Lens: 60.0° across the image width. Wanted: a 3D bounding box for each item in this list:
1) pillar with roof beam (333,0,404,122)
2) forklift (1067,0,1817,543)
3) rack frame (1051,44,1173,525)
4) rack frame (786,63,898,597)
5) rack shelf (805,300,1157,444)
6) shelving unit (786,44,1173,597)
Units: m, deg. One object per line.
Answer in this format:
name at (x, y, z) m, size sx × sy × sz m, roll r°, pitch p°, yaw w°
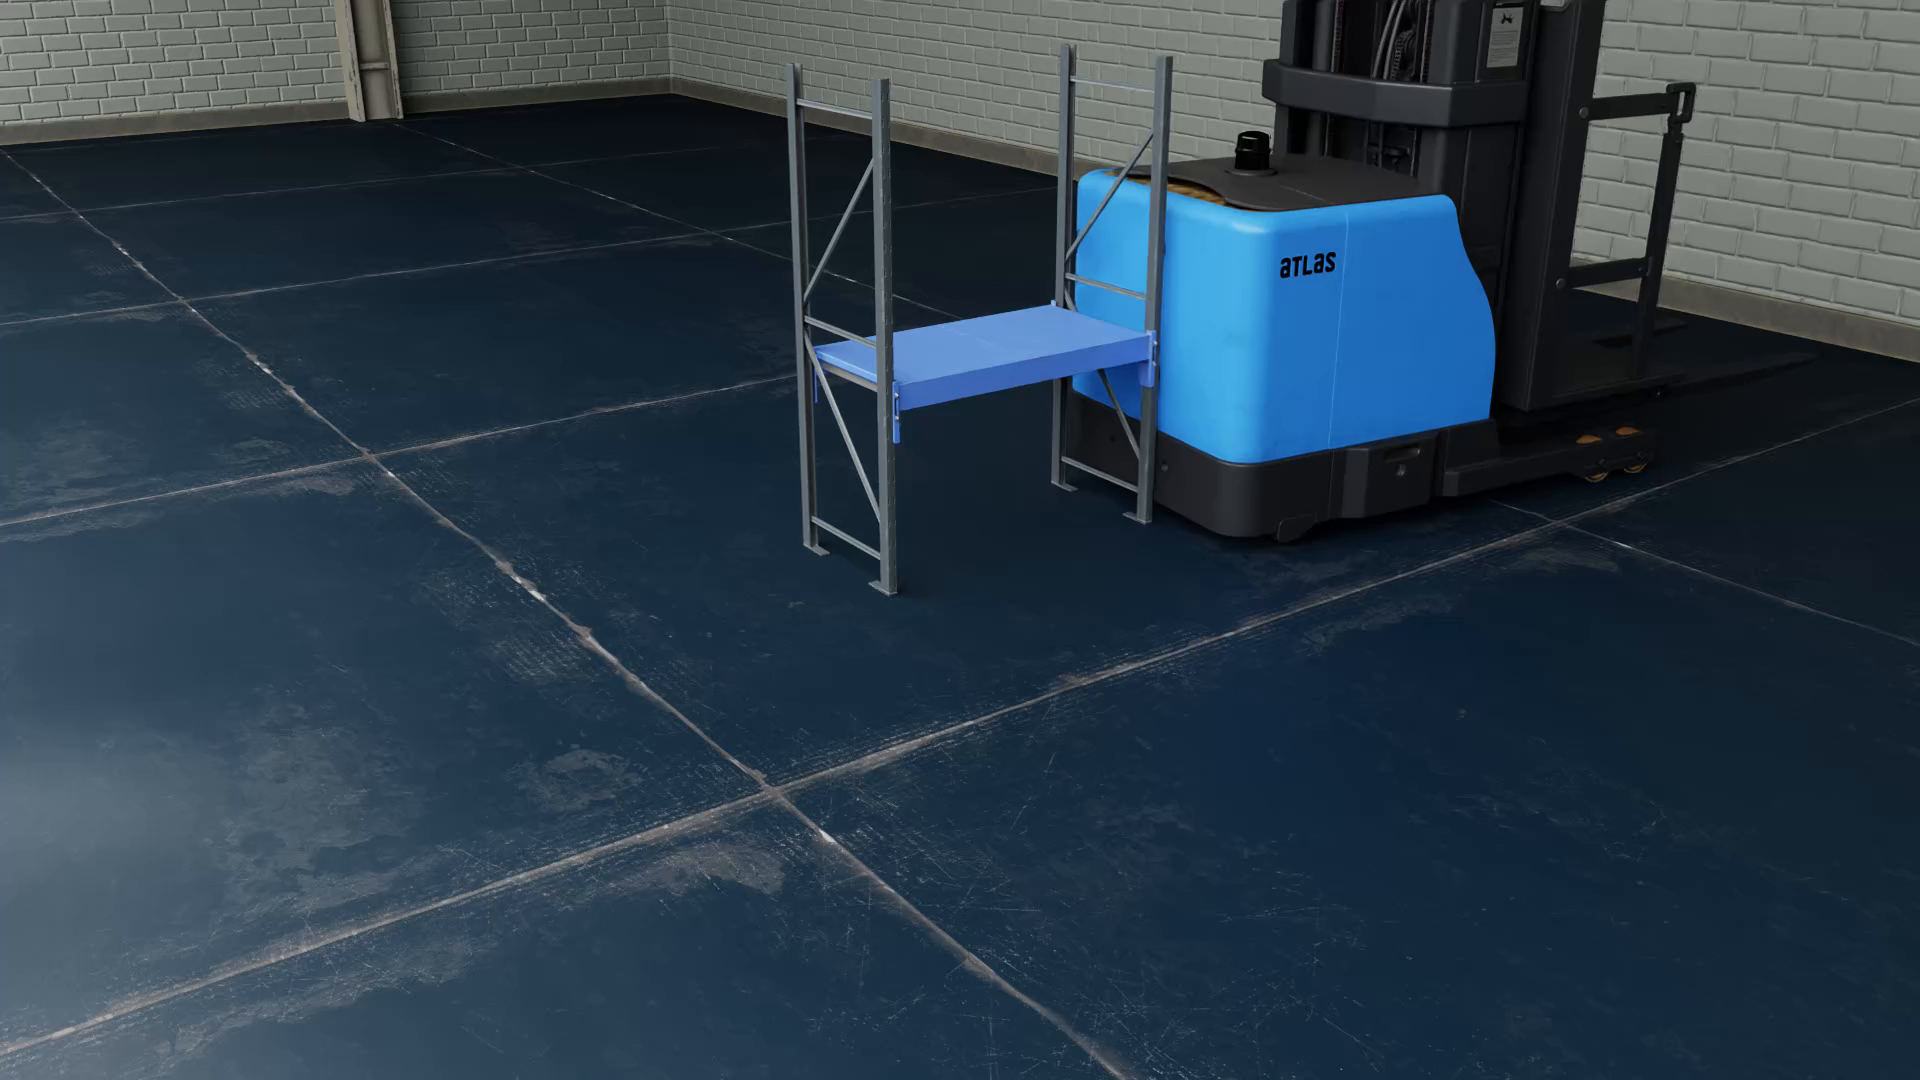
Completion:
pillar with roof beam at (-2.689, -6.648, 9.915) m, size 0.400 × 9.000 × 9.100 m, roll -15°, pitch 26°, yaw -33°
forklift at (1.928, -1.725, 5.766) m, size 3.031 × 2.935 × 1.130 m, roll -11°, pitch 24°, yaw -26°
rack frame at (0.481, -0.825, 5.439) m, size 0.032 × 1.500 × 0.500 m, roll -15°, pitch 26°, yaw -33°
rack frame at (-0.345, -0.605, 4.889) m, size 0.032 × 1.500 × 0.500 m, roll -15°, pitch 26°, yaw -33°
rack shelf at (0.068, -0.548, 5.231) m, size 1.000 × 0.185 × 0.538 m, roll -15°, pitch 26°, yaw -33°
shelving unit at (0.068, -0.715, 5.164) m, size 1.048 × 1.500 × 0.538 m, roll -15°, pitch 26°, yaw -33°
